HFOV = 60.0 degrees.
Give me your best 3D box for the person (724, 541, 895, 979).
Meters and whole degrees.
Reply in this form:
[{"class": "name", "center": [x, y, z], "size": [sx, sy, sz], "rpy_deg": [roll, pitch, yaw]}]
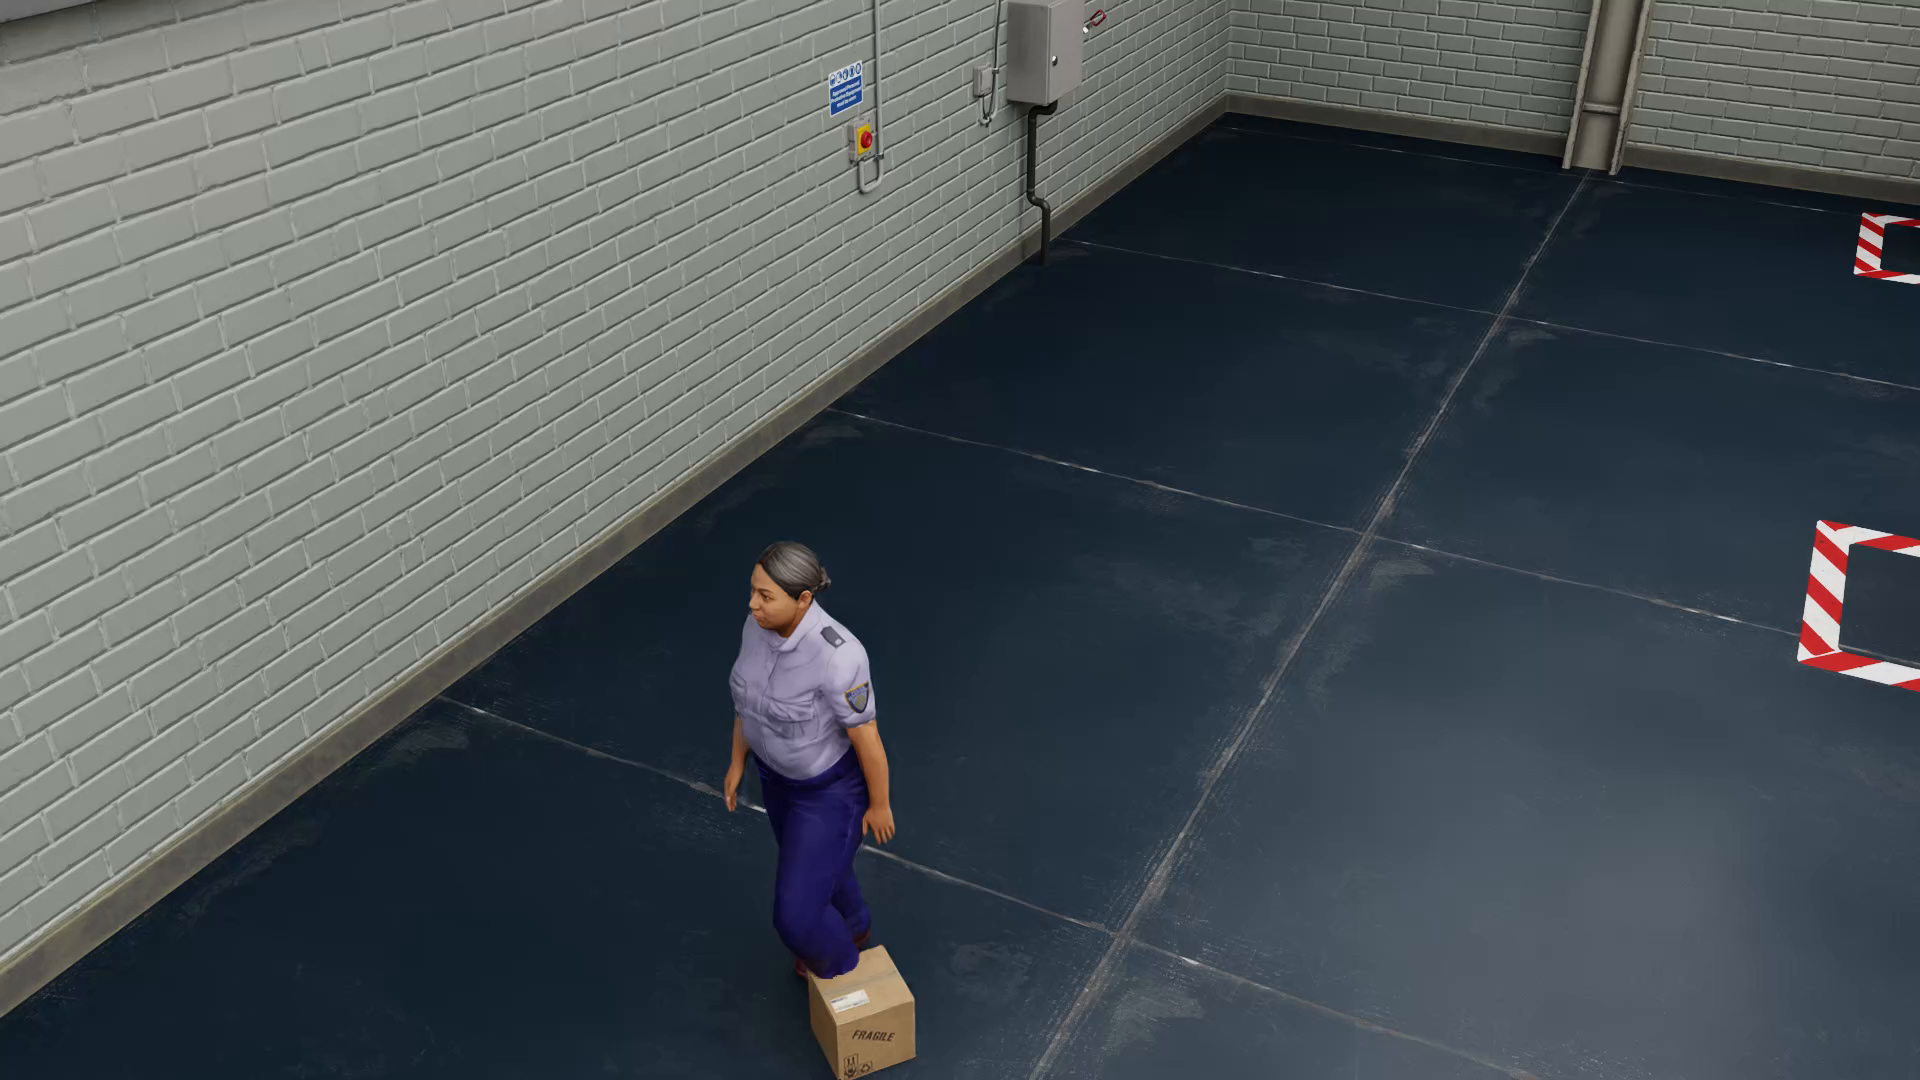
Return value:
[{"class": "person", "center": [-0.440, 0.732, 4.895], "size": [0.520, 1.684, 0.519], "rpy_deg": [-24, 38, -35]}]
